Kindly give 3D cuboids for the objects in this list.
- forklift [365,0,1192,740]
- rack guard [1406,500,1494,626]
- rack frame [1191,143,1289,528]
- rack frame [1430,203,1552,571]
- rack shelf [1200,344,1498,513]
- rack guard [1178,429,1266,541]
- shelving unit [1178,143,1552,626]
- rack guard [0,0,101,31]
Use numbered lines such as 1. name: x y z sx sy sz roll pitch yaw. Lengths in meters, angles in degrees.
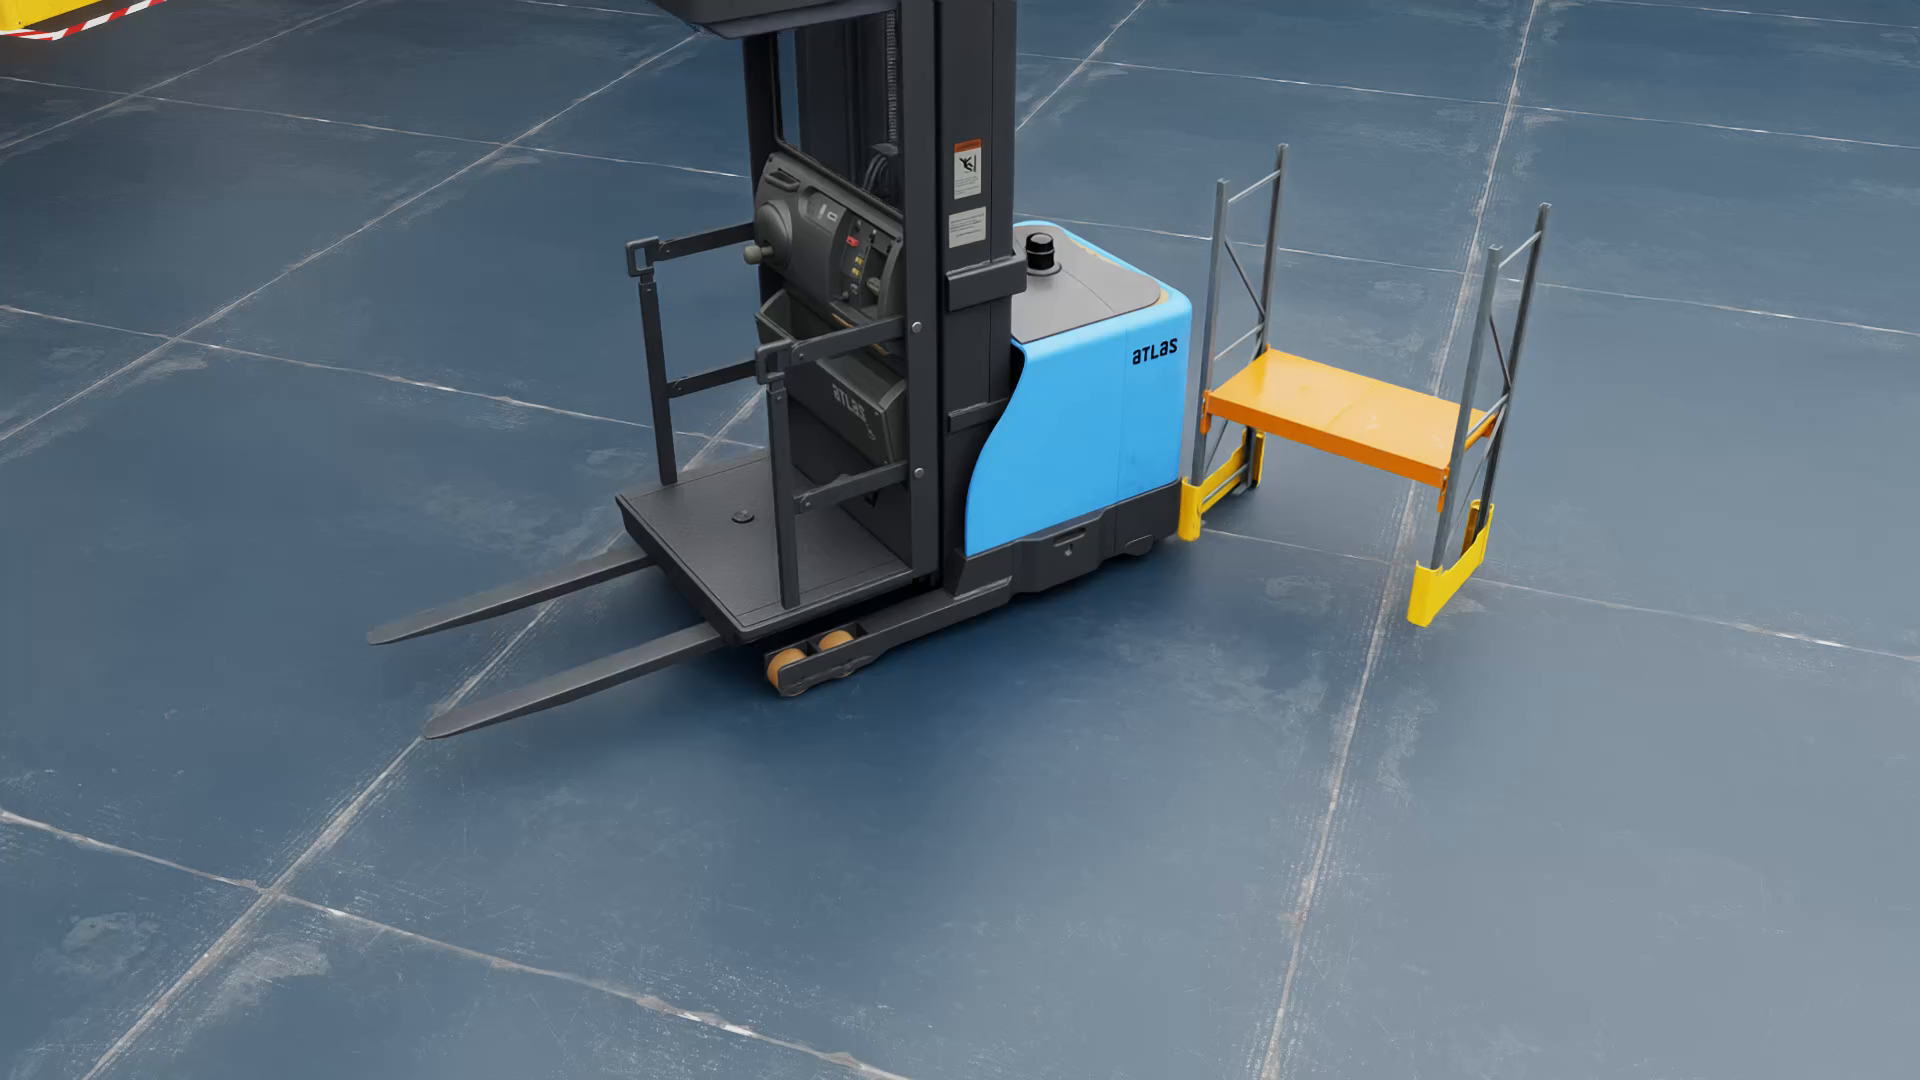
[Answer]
1. forklift: -0.633 -1.006 5.606 3.031 2.935 1.130 -20 38 -27
2. rack guard: 1.887 0.083 6.391 0.087 0.250 0.587 22 39 30
3. rack frame: 1.087 -0.765 6.552 0.032 1.500 0.500 22 39 30
4. rack frame: 1.903 -0.436 6.042 0.032 1.500 0.500 22 39 30
5. rack shelf: 1.495 -0.449 6.394 1.000 0.185 0.538 22 39 30
6. rack guard: 1.088 -0.239 6.890 0.087 0.250 0.587 22 39 30
7. shelving unit: 1.488 -0.603 6.301 1.083 1.500 0.587 22 39 30
8. rack guard: -7.280 -4.459 13.195 0.348 0.500 1.175 11 34 16
